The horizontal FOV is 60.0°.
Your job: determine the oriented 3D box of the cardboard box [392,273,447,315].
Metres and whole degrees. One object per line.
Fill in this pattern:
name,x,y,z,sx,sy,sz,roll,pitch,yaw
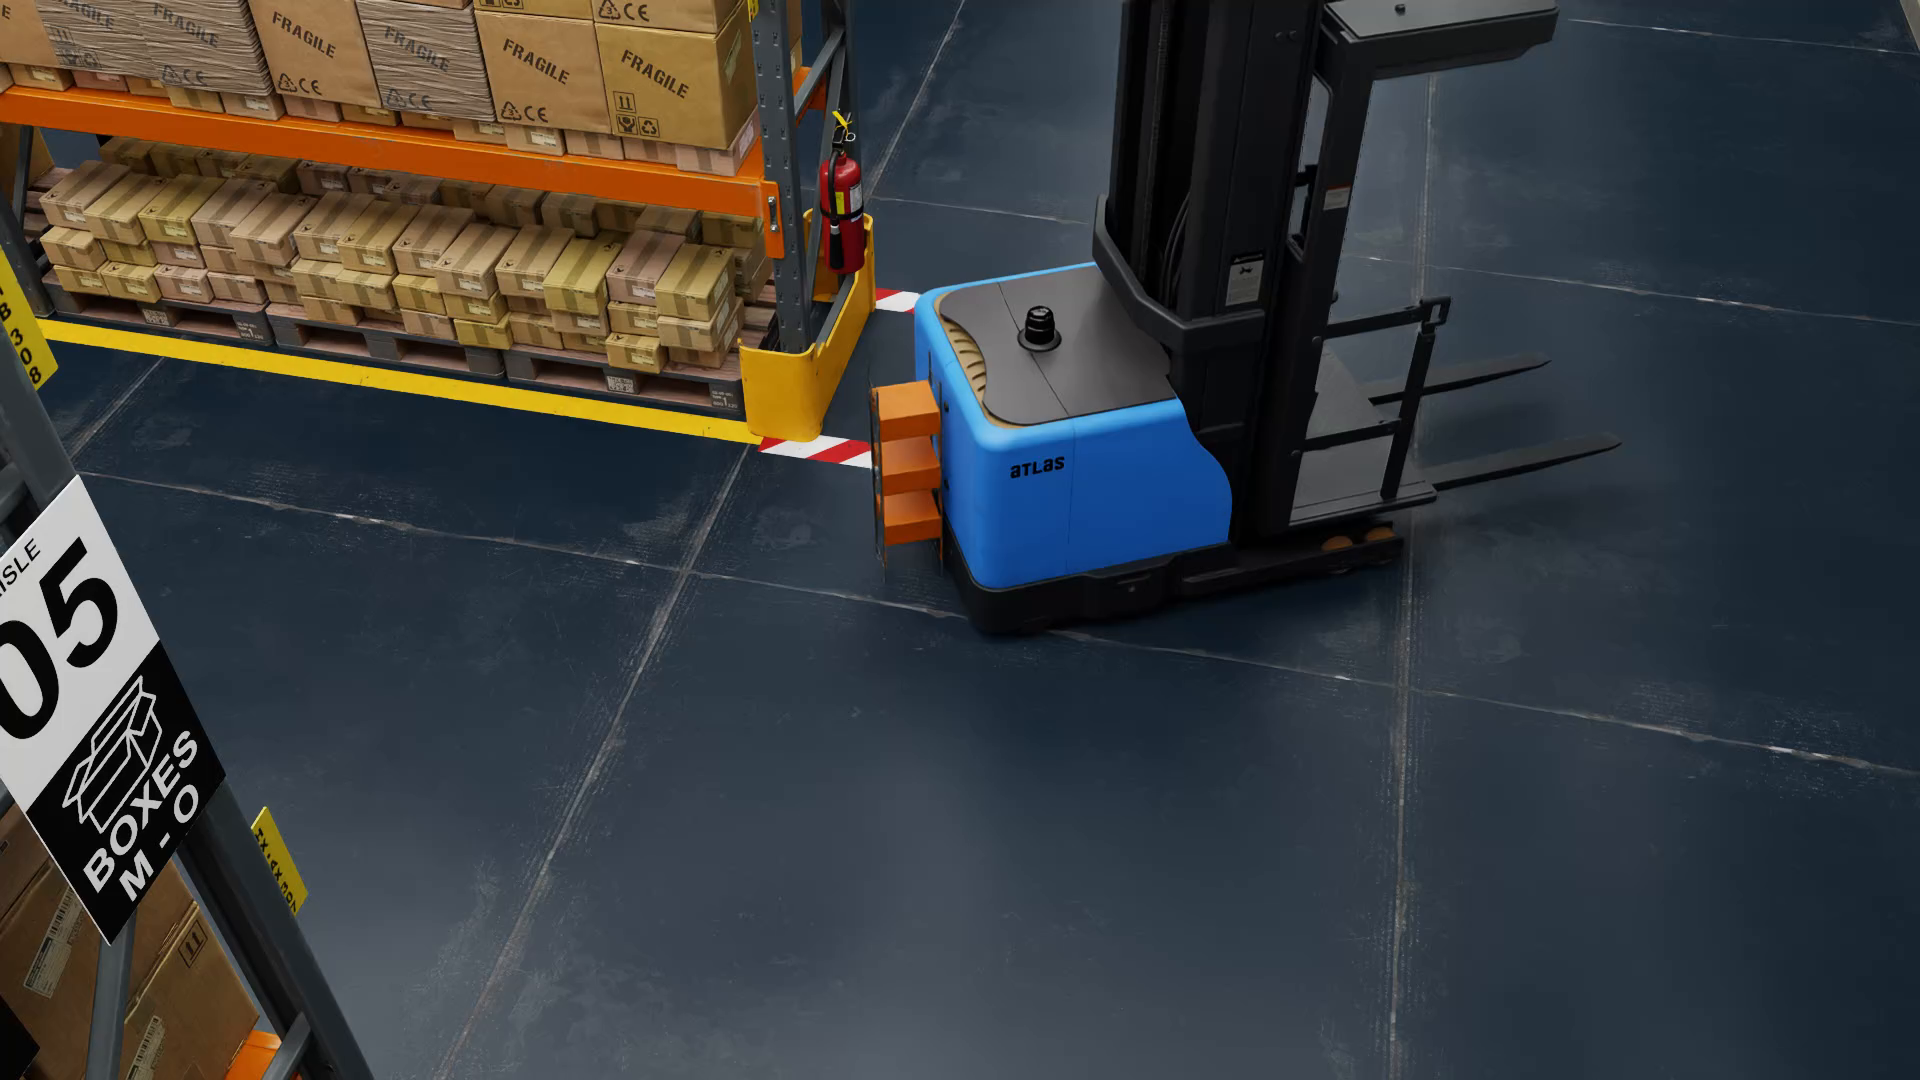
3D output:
cardboard box,-2.474,-1.249,7.883,0.250,0.149,0.380,11,45,11

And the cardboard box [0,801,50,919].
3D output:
cardboard box,-1.903,0.562,3.202,0.250,0.149,0.380,10,45,10

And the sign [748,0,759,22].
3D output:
sign,-0.775,-2.091,6.156,0.005,0.325,0.100,9,45,9

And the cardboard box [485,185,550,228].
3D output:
cardboard box,-2.113,-1.695,8.132,0.250,0.149,0.380,10,45,11

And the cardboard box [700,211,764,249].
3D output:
cardboard box,-1.072,-1.580,8.013,0.250,0.149,0.380,7,44,7

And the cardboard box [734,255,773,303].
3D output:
cardboard box,-1.076,-1.352,8.205,0.250,0.149,0.380,10,45,10

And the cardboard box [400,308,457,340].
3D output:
cardboard box,-2.475,-1.143,7.988,0.250,0.149,0.380,10,45,10

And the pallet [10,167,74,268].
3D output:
pallet,-5.298,-1.650,8.772,1.213,0.211,1.003,9,45,9

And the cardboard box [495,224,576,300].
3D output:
cardboard box,-1.958,-1.292,7.713,0.250,0.149,0.380,7,44,7

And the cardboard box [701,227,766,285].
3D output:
cardboard box,-1.090,-1.417,8.057,0.250,0.149,0.380,11,45,11

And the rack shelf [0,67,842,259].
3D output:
rack shelf,-2.586,-1.976,7.619,4.000,0.370,1.077,9,45,9

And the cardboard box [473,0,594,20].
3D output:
cardboard box,-1.630,-2.413,6.547,0.500,0.500,0.500,7,44,8

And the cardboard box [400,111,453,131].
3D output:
cardboard box,-2.252,-1.955,7.259,0.250,0.149,0.380,7,44,7

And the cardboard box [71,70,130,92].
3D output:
cardboard box,-3.793,-2.189,7.503,0.250,0.149,0.380,7,44,7

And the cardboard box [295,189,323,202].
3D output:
cardboard box,-3.153,-1.746,8.399,0.250,0.149,0.380,10,45,10

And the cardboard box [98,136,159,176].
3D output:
cardboard box,-4.134,-1.999,8.448,0.250,0.149,0.380,10,45,10

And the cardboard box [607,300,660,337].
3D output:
cardboard box,-1.455,-1.126,7.756,0.250,0.149,0.380,8,44,8

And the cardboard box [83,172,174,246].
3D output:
cardboard box,-3.991,-1.602,8.036,0.250,0.149,0.380,11,45,11

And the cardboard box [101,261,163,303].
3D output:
cardboard box,-3.993,-1.349,8.202,0.250,0.149,0.380,10,45,10

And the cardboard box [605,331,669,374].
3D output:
cardboard box,-1.467,-0.965,7.803,0.250,0.149,0.380,10,45,10

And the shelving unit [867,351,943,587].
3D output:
shelving unit,-0.216,-0.268,6.731,0.252,1.050,0.215,-9,45,-10

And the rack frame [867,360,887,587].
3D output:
rack frame,-0.334,-0.249,6.711,0.008,1.050,0.200,-9,45,-10

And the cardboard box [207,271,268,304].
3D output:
cardboard box,-3.481,-1.342,8.194,0.250,0.149,0.380,8,44,8

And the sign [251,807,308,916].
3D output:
sign,-1.490,0.718,3.620,0.005,0.325,0.100,9,45,9

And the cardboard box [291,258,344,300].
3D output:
cardboard box,-2.983,-1.326,7.963,0.250,0.149,0.380,9,45,9

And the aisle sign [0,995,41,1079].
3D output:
aisle sign,-1.614,0.717,2.427,0.004,0.787,0.394,9,45,9

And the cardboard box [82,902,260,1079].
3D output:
cardboard box,-2.022,1.130,3.801,0.500,0.500,0.500,9,45,9

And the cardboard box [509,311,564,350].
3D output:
cardboard box,-1.950,-1.092,7.935,0.250,0.149,0.380,9,45,9

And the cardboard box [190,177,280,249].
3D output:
cardboard box,-3.474,-1.573,8.005,0.250,0.149,0.380,8,44,8

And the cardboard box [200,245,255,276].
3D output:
cardboard box,-3.479,-1.465,8.107,0.250,0.149,0.380,7,44,7

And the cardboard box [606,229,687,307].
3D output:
cardboard box,-1.439,-1.256,7.676,0.250,0.149,0.380,10,45,10

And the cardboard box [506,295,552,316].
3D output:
cardboard box,-1.959,-1.238,7.872,0.250,0.149,0.380,8,45,9

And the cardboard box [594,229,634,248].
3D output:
cardboard box,-1.603,-1.473,8.116,0.250,0.149,0.380,9,45,10

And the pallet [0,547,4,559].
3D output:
pallet,-2.343,0.279,2.658,1.213,0.211,1.003,9,45,9

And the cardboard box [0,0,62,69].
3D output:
cardboard box,-4.110,-2.436,7.291,0.500,0.500,0.500,8,44,8

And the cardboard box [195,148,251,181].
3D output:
cardboard box,-3.631,-1.954,8.401,0.250,0.149,0.380,8,45,9

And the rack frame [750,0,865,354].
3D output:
rack frame,-0.634,-1.932,7.055,0.127,3.000,1.000,9,45,9

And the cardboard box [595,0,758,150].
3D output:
cardboard box,-1.129,-1.969,6.806,0.500,0.500,0.500,10,45,10

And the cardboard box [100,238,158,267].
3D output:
cardboard box,-3.988,-1.520,8.165,0.250,0.149,0.380,9,45,9

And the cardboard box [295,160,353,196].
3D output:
cardboard box,-3.111,-1.883,8.328,0.250,0.149,0.380,7,44,7

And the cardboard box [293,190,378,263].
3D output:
cardboard box,-2.960,-1.494,7.923,0.250,0.149,0.380,7,44,7

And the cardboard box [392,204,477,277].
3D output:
cardboard box,-2.466,-1.410,7.835,0.250,0.149,0.380,7,44,8

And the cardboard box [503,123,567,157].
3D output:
cardboard box,-1.751,-1.814,7.112,0.250,0.149,0.380,10,45,10

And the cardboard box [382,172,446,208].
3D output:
cardboard box,-2.626,-1.739,8.178,0.250,0.149,0.380,9,45,9

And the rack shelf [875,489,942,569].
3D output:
rack shelf,-0.216,-0.060,6.931,0.240,0.259,0.215,-9,45,-10

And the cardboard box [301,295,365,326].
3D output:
cardboard box,-2.978,-1.221,8.068,0.250,0.149,0.380,8,44,8

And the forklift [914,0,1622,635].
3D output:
forklift,1.377,-1.253,6.399,3.031,2.935,1.130,-11,45,-12

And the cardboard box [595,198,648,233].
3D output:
cardboard box,-1.585,-1.665,8.101,0.250,0.149,0.380,9,45,9

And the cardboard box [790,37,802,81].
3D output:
cardboard box,-0.879,-2.113,7.423,0.250,0.149,0.380,8,45,9

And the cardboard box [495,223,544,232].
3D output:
cardboard box,-2.109,-1.562,8.208,0.250,0.149,0.380,7,44,7

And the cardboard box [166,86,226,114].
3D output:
cardboard box,-3.297,-2.062,7.370,0.250,0.149,0.380,10,45,10

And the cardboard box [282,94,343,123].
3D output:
cardboard box,-2.765,-2.007,7.314,0.250,0.149,0.380,10,45,11

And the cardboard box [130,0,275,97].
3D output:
cardboard box,-3.142,-2.265,7.114,0.500,0.500,0.500,8,44,8

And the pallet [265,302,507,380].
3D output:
pallet,-2.681,-1.272,8.380,1.213,0.211,1.003,9,45,9

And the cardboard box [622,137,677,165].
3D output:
cardboard box,-1.249,-1.763,7.060,0.250,0.149,0.380,9,45,9

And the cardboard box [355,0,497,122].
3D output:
cardboard box,-2.128,-2.121,6.964,0.500,0.500,0.500,9,45,9

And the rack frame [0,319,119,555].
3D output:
rack frame,-1.617,-0.728,1.478,0.127,3.000,1.000,9,45,9

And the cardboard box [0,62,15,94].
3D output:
cardboard box,-4.333,-2.183,7.496,0.250,0.149,0.380,10,45,11
